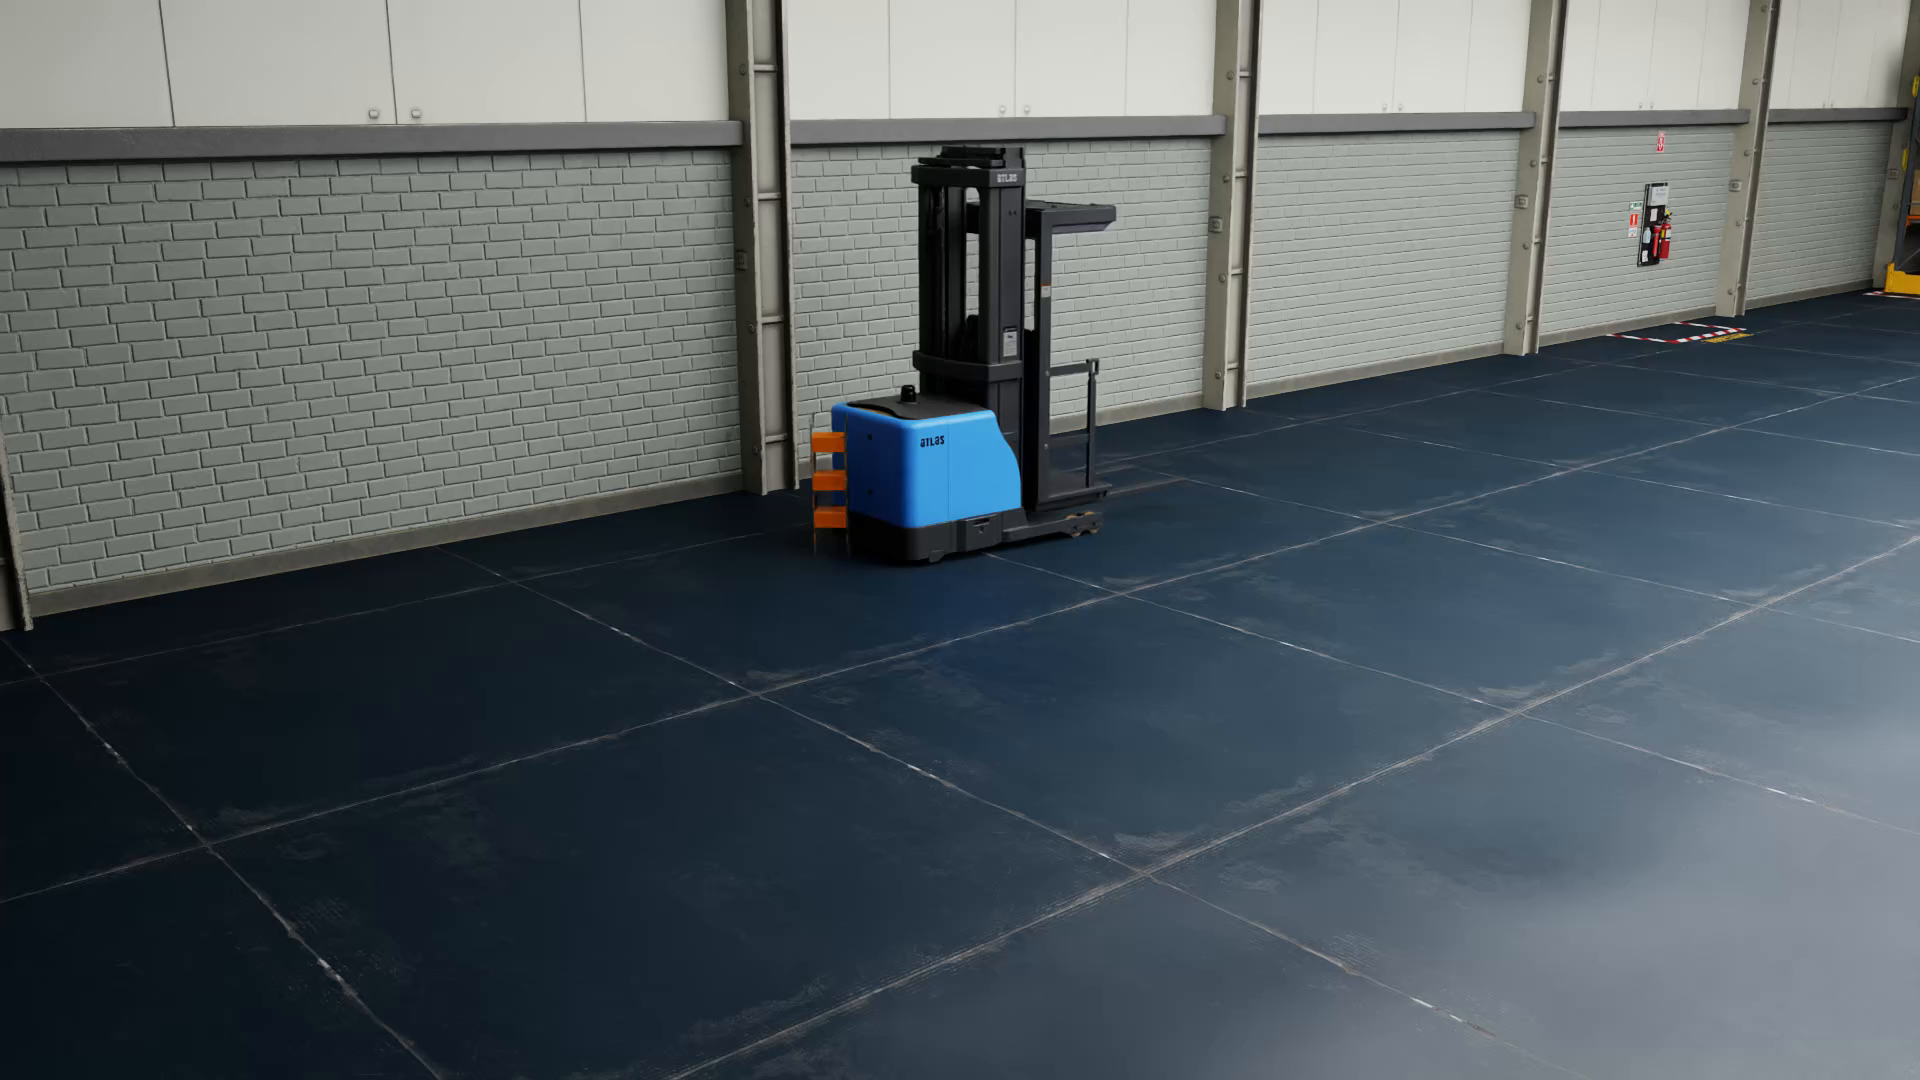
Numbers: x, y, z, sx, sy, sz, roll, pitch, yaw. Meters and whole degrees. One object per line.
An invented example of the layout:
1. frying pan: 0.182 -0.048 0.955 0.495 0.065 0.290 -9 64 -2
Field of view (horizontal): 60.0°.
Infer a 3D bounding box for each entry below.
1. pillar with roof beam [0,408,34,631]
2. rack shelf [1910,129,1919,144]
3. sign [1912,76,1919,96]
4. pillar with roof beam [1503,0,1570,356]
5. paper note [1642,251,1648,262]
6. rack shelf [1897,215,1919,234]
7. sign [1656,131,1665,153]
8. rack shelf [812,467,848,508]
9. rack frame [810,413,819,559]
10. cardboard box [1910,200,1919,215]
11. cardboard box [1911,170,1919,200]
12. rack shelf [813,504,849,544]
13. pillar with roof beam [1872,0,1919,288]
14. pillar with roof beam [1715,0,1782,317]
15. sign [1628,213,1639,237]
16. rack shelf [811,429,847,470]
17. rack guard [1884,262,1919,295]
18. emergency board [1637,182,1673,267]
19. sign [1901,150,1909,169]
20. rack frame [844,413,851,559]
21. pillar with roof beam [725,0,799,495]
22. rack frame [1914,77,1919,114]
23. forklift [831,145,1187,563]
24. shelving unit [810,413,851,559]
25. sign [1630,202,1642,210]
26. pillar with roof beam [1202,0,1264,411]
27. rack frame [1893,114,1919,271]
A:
1. pillar with roof beam: -3.340 -2.937 6.308 0.400 9.000 9.100 -13 19 -39
2. rack shelf: 18.014 -7.112 29.145 4.000 0.370 1.077 -13 19 -39
3. sign: 16.156 -7.660 28.087 0.005 0.325 0.100 -13 19 -39
4. pillar with roof beam: 10.239 -5.986 17.723 0.400 9.000 9.100 -13 19 -39
5. paper note: 9.871 -4.089 23.953 0.142 0.148 0.016 -13 19 -39
6. rack shelf: 18.014 -5.663 29.533 4.000 0.370 1.077 -13 19 -39
7. sign: 9.978 -5.669 23.669 0.199 0.298 0.001 -13 19 -39
8. rack shelf: -0.947 -0.384 12.190 0.240 0.259 0.215 0 15 2
9. rack frame: -1.069 -0.395 12.192 0.008 1.050 0.200 0 15 2
10. cardboard box: 16.730 -5.726 28.626 0.500 0.250 0.500 -12 19 -39
11. cardboard box: 16.721 -6.093 28.545 0.500 0.500 0.500 -13 20 -40
12. rack shelf: -0.945 -0.116 12.262 0.240 0.259 0.215 0 15 2
13. pillar with roof beam: 19.291 -8.019 25.334 0.400 9.000 9.100 -13 19 -39
14. pillar with roof beam: 14.765 -7.003 21.529 0.400 9.000 9.100 -13 19 -39
15. sign: 9.565 -4.475 23.621 0.234 0.329 0.001 -13 19 -39
16. rack shelf: -0.950 -0.658 12.117 0.240 0.259 0.215 0 15 2
17. rack guard: 16.562 -4.477 28.542 0.348 0.500 1.175 -13 19 -39
18. emergency board: 10.050 -4.531 23.901 0.643 1.169 0.194 -13 19 -39
19. sign: 16.156 -6.495 28.398 0.005 0.325 0.100 -13 19 -39
20. rack frame: -0.825 -0.394 12.183 0.008 1.050 0.200 0 15 2
21. pillar with roof beam: 1.186 -3.953 10.113 0.400 9.000 9.100 -13 19 -39
22. rack frame: 16.505 -8.570 27.397 0.127 3.000 1.000 -13 19 -39
23. forklift: 0.492 -1.537 12.826 3.031 2.935 1.130 -12 19 -37
24. shelving unit: -0.947 -0.394 12.188 0.252 1.050 0.215 0 15 2
25. sign: 9.574 -4.730 23.549 0.331 0.109 0.001 -13 19 -39
26. pillar with roof beam: 5.712 -4.970 13.918 0.400 9.000 9.100 -13 19 -39
27. rack frame: 16.505 -5.672 28.171 0.127 3.000 1.000 -13 19 -39
